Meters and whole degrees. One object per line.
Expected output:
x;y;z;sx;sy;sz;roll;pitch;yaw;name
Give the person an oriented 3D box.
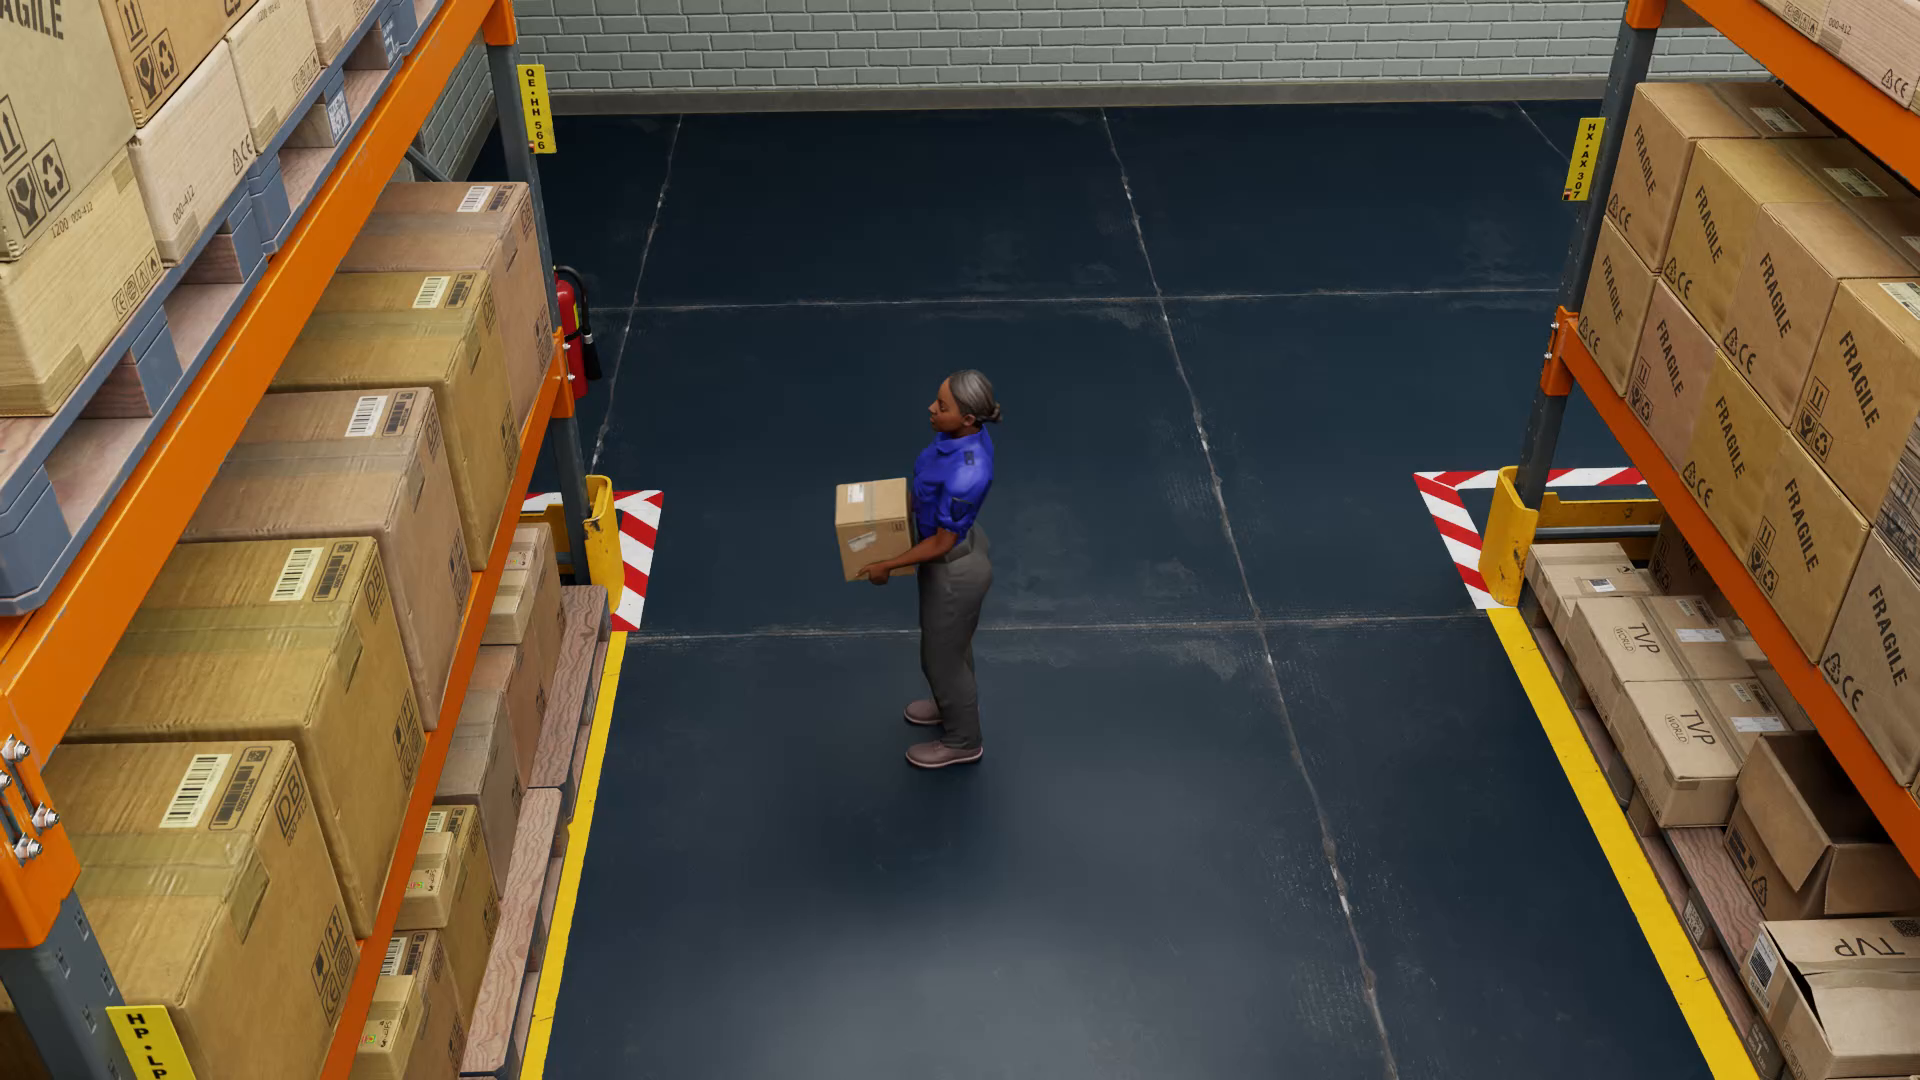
-0.114;0.104;6.013;0.517;1.646;0.450;-1;35;-2;person
